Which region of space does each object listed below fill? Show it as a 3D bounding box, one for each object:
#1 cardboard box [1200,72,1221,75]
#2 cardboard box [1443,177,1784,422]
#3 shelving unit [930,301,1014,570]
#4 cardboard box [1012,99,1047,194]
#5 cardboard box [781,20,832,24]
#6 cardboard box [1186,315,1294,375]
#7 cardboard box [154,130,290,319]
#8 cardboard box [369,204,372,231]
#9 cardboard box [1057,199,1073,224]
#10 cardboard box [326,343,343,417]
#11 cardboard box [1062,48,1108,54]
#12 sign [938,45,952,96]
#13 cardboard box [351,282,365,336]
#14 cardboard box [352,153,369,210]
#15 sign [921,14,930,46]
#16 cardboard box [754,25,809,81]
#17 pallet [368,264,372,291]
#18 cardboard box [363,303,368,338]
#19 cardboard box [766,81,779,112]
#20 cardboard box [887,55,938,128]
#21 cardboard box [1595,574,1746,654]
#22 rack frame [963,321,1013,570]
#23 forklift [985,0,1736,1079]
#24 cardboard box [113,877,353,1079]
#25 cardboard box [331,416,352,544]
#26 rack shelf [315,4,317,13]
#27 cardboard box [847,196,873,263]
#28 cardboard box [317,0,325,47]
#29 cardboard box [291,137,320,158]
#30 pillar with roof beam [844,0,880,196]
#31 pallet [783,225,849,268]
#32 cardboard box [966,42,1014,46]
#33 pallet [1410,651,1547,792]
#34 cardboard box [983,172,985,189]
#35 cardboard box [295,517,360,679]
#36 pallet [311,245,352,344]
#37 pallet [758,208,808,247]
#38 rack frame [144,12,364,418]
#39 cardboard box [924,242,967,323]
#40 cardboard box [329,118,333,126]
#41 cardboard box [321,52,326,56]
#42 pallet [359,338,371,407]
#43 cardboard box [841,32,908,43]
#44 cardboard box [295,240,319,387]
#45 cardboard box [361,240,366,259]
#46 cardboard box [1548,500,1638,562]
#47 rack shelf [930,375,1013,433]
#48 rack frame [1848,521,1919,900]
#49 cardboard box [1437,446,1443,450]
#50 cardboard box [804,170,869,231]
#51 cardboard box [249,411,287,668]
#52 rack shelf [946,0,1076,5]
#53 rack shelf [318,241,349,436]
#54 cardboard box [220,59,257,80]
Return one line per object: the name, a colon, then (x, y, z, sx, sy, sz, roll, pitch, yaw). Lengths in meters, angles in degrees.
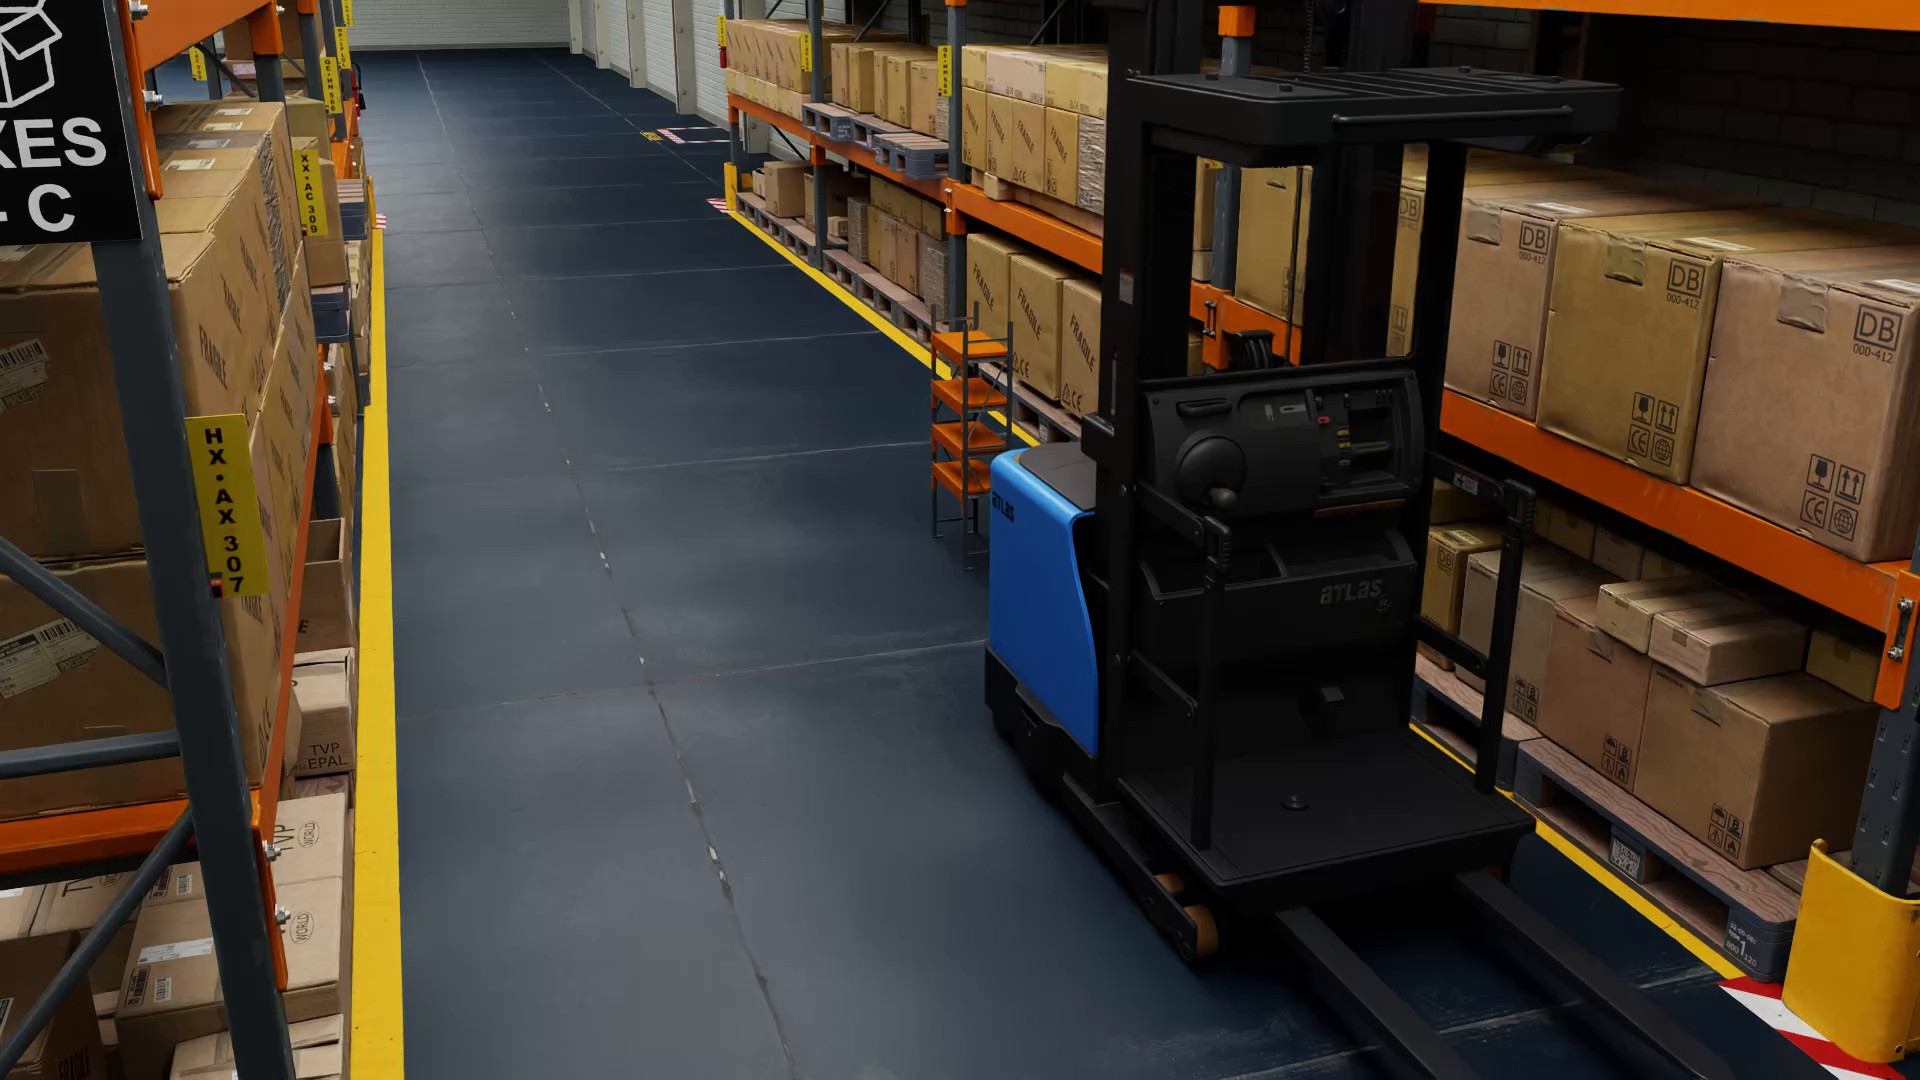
cardboard box: (1.130, -2.238, 8.484, 0.500, 0.250, 0.500, -6, 21, -16)
cardboard box: (2.289, -0.899, 6.039, 0.980, 0.700, 0.700, -7, 21, -20)
shelving unit: (0.052, -0.512, 8.066, 0.258, 1.200, 0.503, -6, 21, -17)
cardboard box: (0.635, -2.370, 9.959, 0.500, 0.500, 0.500, -6, 21, -17)
cardboard box: (-1.602, -5.252, 17.685, 0.500, 0.500, 0.500, -6, 21, -16)
cardboard box: (1.344, -0.782, 8.715, 0.750, 0.750, 0.750, -6, 21, -17)
cardboard box: (-2.304, -0.931, 4.943, 0.500, 0.500, 0.500, -6, 21, -17)
cardboard box: (-6.025, -3.168, 16.245, 0.500, 0.250, 0.500, -6, 21, -17)
cardboard box: (0.790, -1.955, 9.763, 0.380, 0.149, 0.250, -6, 21, -17)
cardboard box: (-3.265, -0.759, 8.030, 0.500, 0.250, 0.500, -6, 21, -17)
cardboard box: (0.962, -2.950, 10.464, 0.500, 0.250, 0.500, -7, 21, -19)
sign: (-0.098, -3.132, 11.102, 0.100, 0.325, 0.005, -6, 21, -17)
cardboard box: (-4.173, -1.524, 10.839, 0.500, 0.311, 0.500, -6, 21, -15)
cardboard box: (-5.867, -3.361, 15.672, 0.500, 0.500, 0.500, -6, 21, -17)
sign: (-0.317, -4.573, 14.999, 0.100, 0.325, 0.005, -6, 21, -17)
cardboard box: (-1.760, -4.868, 16.615, 0.500, 0.500, 0.500, -6, 21, -16)
pallet: (-5.755, -2.388, 14.753, 1.003, 0.211, 1.213, -6, 21, -17)
cardboard box: (-4.501, -1.587, 11.845, 0.500, 0.250, 0.500, -7, 21, -19)
cardboard box: (-1.601, -4.348, 16.275, 0.500, 0.250, 0.500, -7, 21, -18)
cardboard box: (-0.156, -3.486, 12.886, 0.700, 0.500, 0.500, -6, 21, -17)
cardboard box: (2.319, 0.238, 5.433, 0.380, 0.149, 0.250, -6, 21, -16)
rack frame: (0.129, -0.433, 7.848, 0.240, 1.200, 0.015, -6, 21, -17)
forklift: (1.074, -0.286, 4.878, 1.130, 2.935, 3.031, -7, 21, -19)
cardboard box: (-1.832, 1.132, 4.244, 0.500, 0.250, 0.500, -6, 21, -17)
cardboard box: (-3.129, -0.255, 7.737, 0.500, 0.500, 0.500, -6, 21, -16)
rack shelf: (-4.916, -3.872, 11.386, 1.077, 0.370, 4.000, -6, 21, -17)
cardboard box: (-0.596, -2.765, 14.723, 0.700, 0.500, 0.500, -6, 21, -15)
cardboard box: (-6.163, -4.723, 15.062, 0.700, 0.500, 0.500, -6, 21, -17)
cardboard box: (-3.243, -1.508, 7.408, 0.700, 0.500, 0.500, -3, 20, -9)
pillar with roof beam: (-5.146, -7.485, 15.944, 9.100, 9.000, 0.400, -6, 21, -17)
pallet: (-1.088, -2.868, 16.088, 1.003, 0.211, 1.213, -6, 21, -17)
cardboard box: (0.162, -3.453, 11.835, 0.380, 0.149, 0.250, -10, 22, -26)
pallet: (2.223, 0.556, 6.557, 1.003, 0.211, 1.213, -6, 21, -17)
cardboard box: (0.369, -2.364, 10.902, 0.380, 0.149, 0.250, -6, 21, -16)
cardboard box: (-2.582, 0.248, 6.334, 0.500, 0.500, 0.500, -6, 21, -17)
pallet: (-3.178, -1.051, 7.190, 1.003, 0.211, 1.213, -6, 21, -17)
pallet: (-1.475, -3.260, 17.180, 1.003, 0.211, 1.213, -6, 21, -17)
rack frame: (-4.287, -2.157, 9.985, 1.000, 3.000, 0.127, -6, 21, -17)
cardboard box: (0.138, -1.941, 12.430, 0.700, 0.500, 0.500, -6, 21, -16)
cardboard box: (-6.016, -3.960, 14.855, 0.700, 0.500, 0.500, -6, 21, -16)
cardboard box: (-5.691, -4.147, 14.418, 0.380, 0.149, 0.250, -7, 21, -18)
pallet: (-4.509, -1.113, 11.203, 1.003, 0.211, 1.213, -6, 21, -17)
cardboard box: (-0.793, -4.433, 15.404, 0.500, 0.500, 0.500, -7, 21, -18)
cardboard box: (-2.629, -0.787, 6.024, 0.500, 0.500, 0.500, -6, 21, -16)
cardboard box: (-4.976, -2.343, 13.118, 0.500, 0.311, 0.500, -6, 21, -16)
cardboard box: (2.443, -0.046, 6.224, 0.380, 0.149, 0.250, -6, 21, -17)
rack shelf: (0.052, -0.659, 8.013, 0.258, 0.148, 0.480, -6, 21, -17)
rack frame: (2.929, -0.117, 4.306, 1.000, 3.000, 0.127, -6, 21, -17)
cardboard box: (1.809, -0.171, 7.533, 0.700, 0.500, 0.500, -6, 21, -17)
cardboard box: (-1.207, -3.328, 16.291, 0.500, 0.500, 0.500, -8, 21, -21)
cardboard box: (-1.829, 0.028, 3.754, 0.500, 0.500, 0.500, -7, 21, -18)
rack shelf: (-0.215, -4.400, 12.855, 1.077, 0.370, 4.000, -6, 21, -17)
rack shelf: (-3.659, -1.177, 8.320, 1.077, 0.370, 4.000, -6, 21, -17)
cardboard box: (-5.833, -3.858, 13.612, 0.380, 0.149, 0.250, -6, 21, -17)
